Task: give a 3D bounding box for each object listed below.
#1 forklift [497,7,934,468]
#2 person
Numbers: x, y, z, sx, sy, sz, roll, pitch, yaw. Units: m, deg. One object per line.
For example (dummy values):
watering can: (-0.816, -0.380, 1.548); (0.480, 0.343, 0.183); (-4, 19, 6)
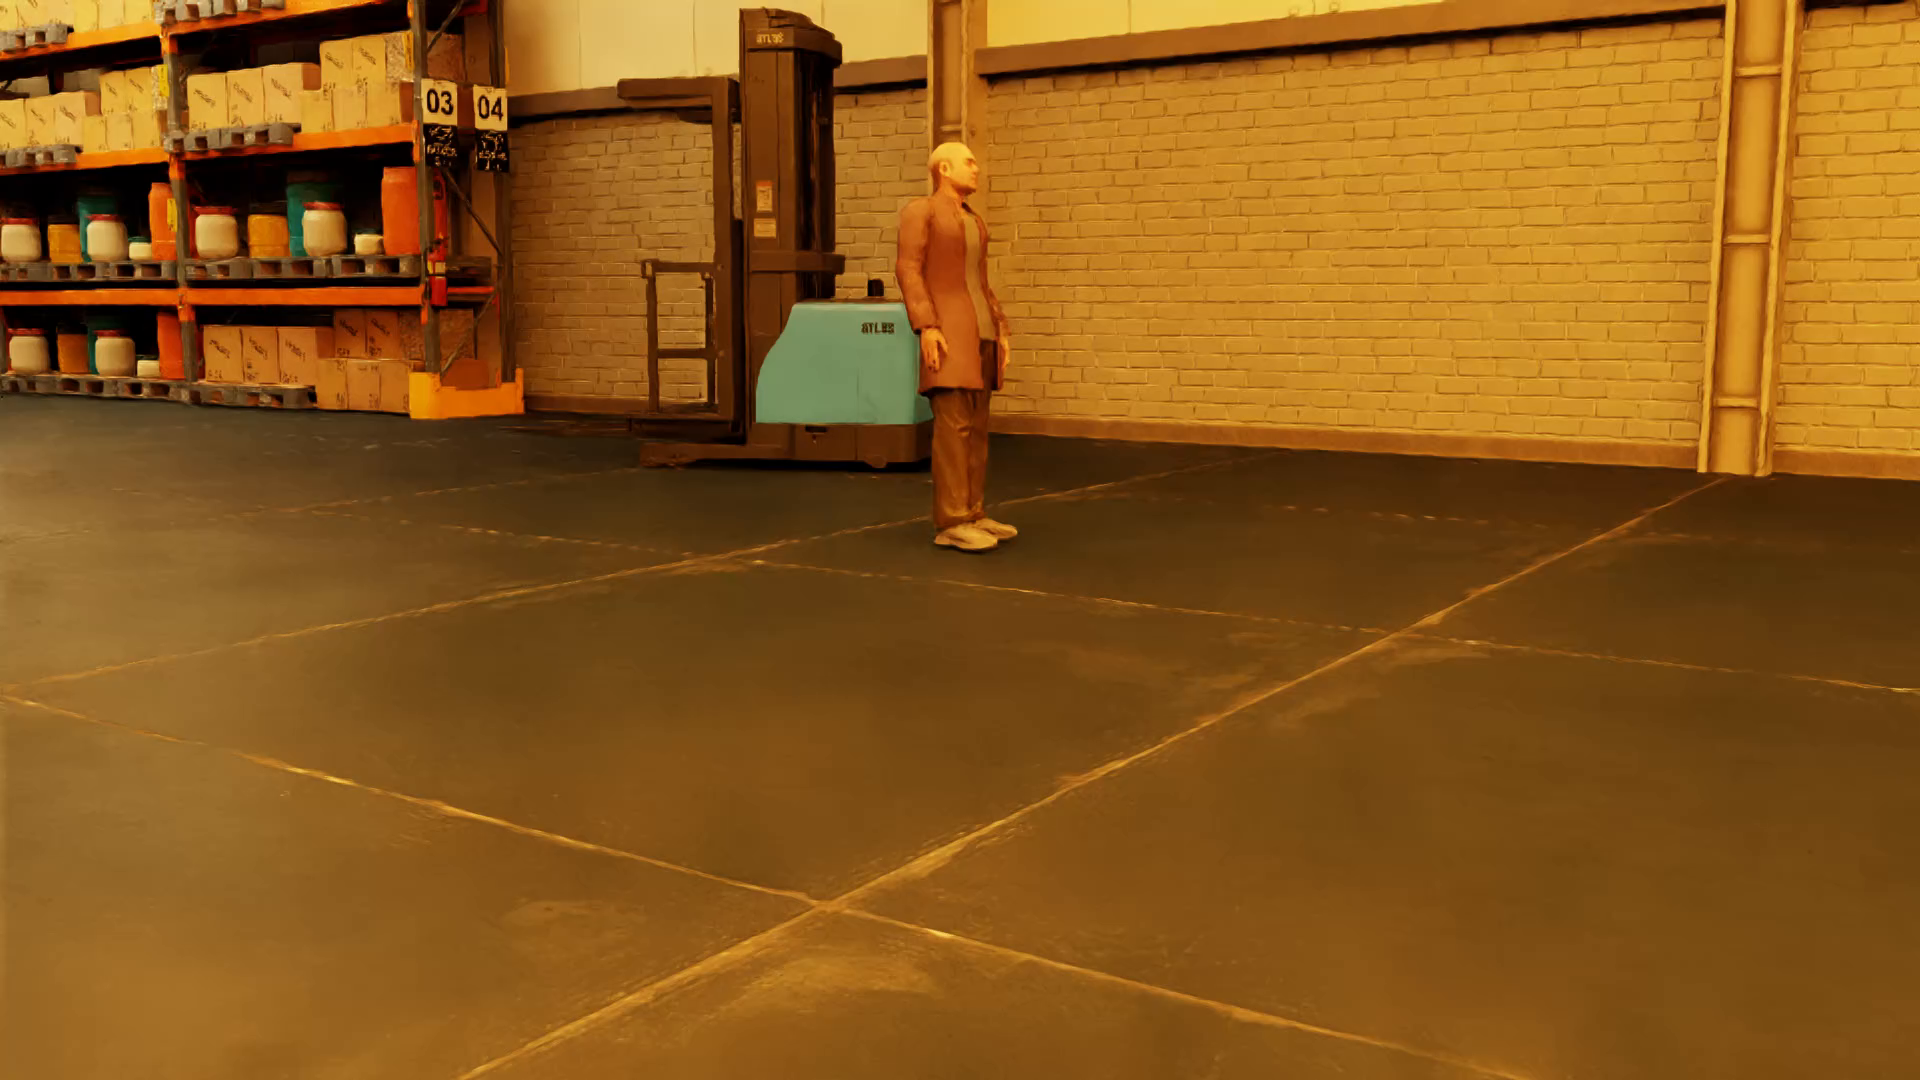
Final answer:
forklift: (-1.640, -1.996, 11.229); (3.031, 2.935, 1.130); (2, 8, 14)
person: (0.073, -0.879, 7.423); (0.580, 1.776, 0.694); (5, 10, 34)
